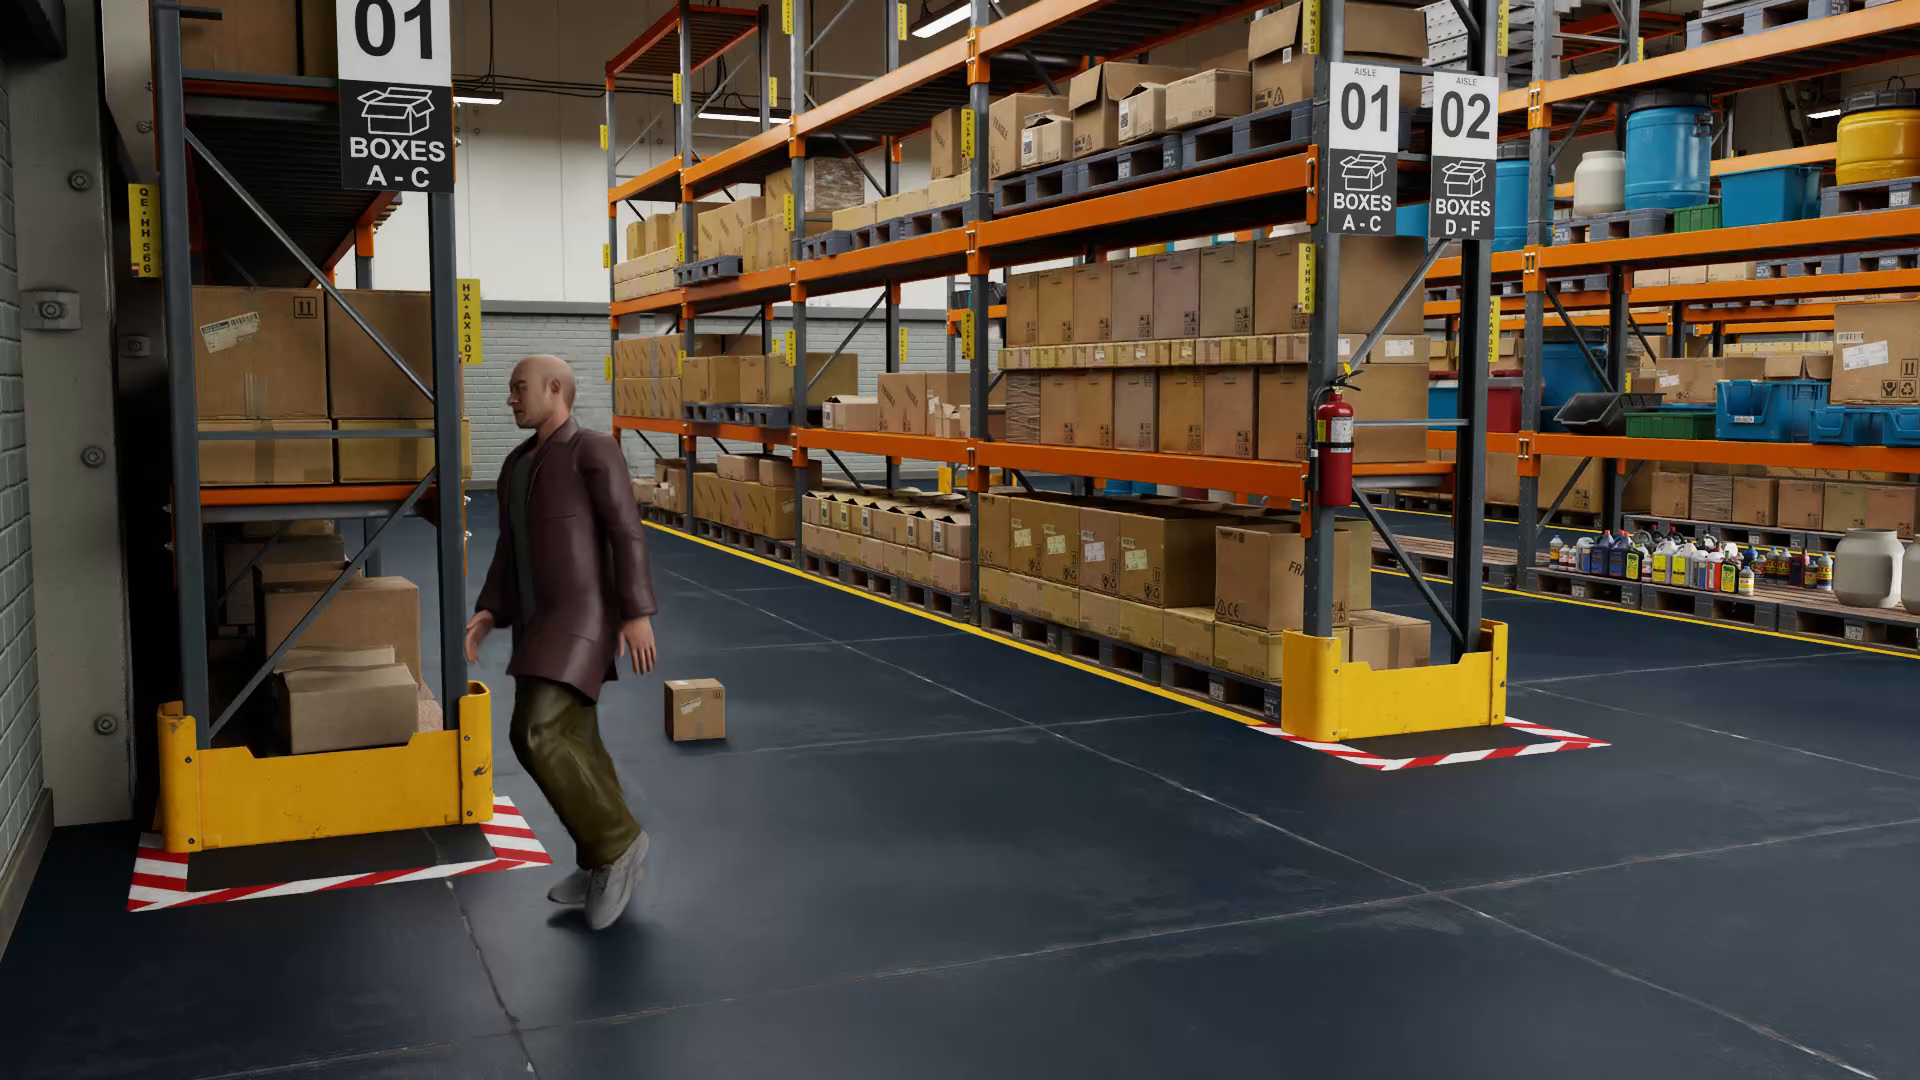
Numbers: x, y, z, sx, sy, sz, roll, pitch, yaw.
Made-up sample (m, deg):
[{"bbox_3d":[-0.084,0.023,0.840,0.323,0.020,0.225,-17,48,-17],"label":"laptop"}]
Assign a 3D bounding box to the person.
[{"bbox_3d":[-1.288,0.300,5.334,0.652,1.788,0.547,5,7,44],"label":"person"}]
